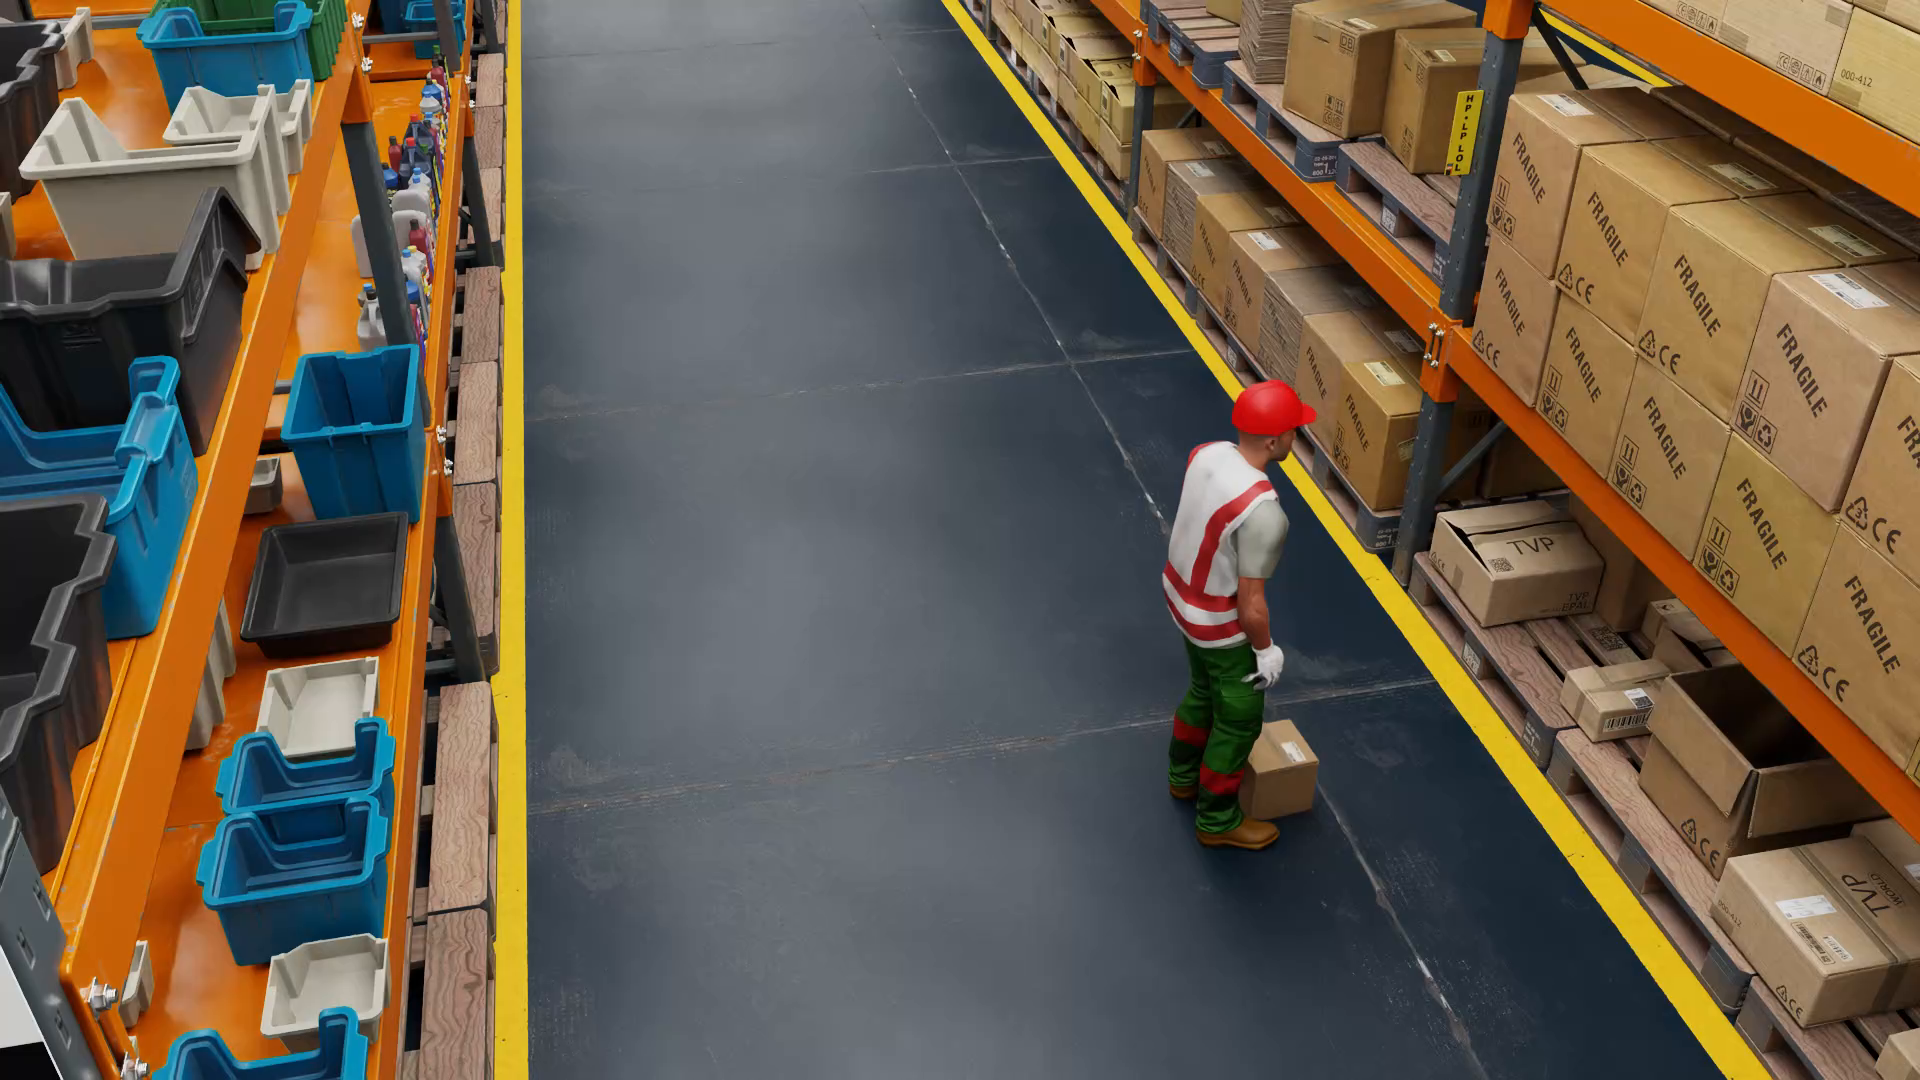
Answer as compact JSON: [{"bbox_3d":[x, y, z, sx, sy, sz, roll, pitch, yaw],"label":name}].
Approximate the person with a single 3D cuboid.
[{"bbox_3d":[0.938,0.260,5.744,0.447,1.778,0.592,-8,35,-12],"label":"person"}]
